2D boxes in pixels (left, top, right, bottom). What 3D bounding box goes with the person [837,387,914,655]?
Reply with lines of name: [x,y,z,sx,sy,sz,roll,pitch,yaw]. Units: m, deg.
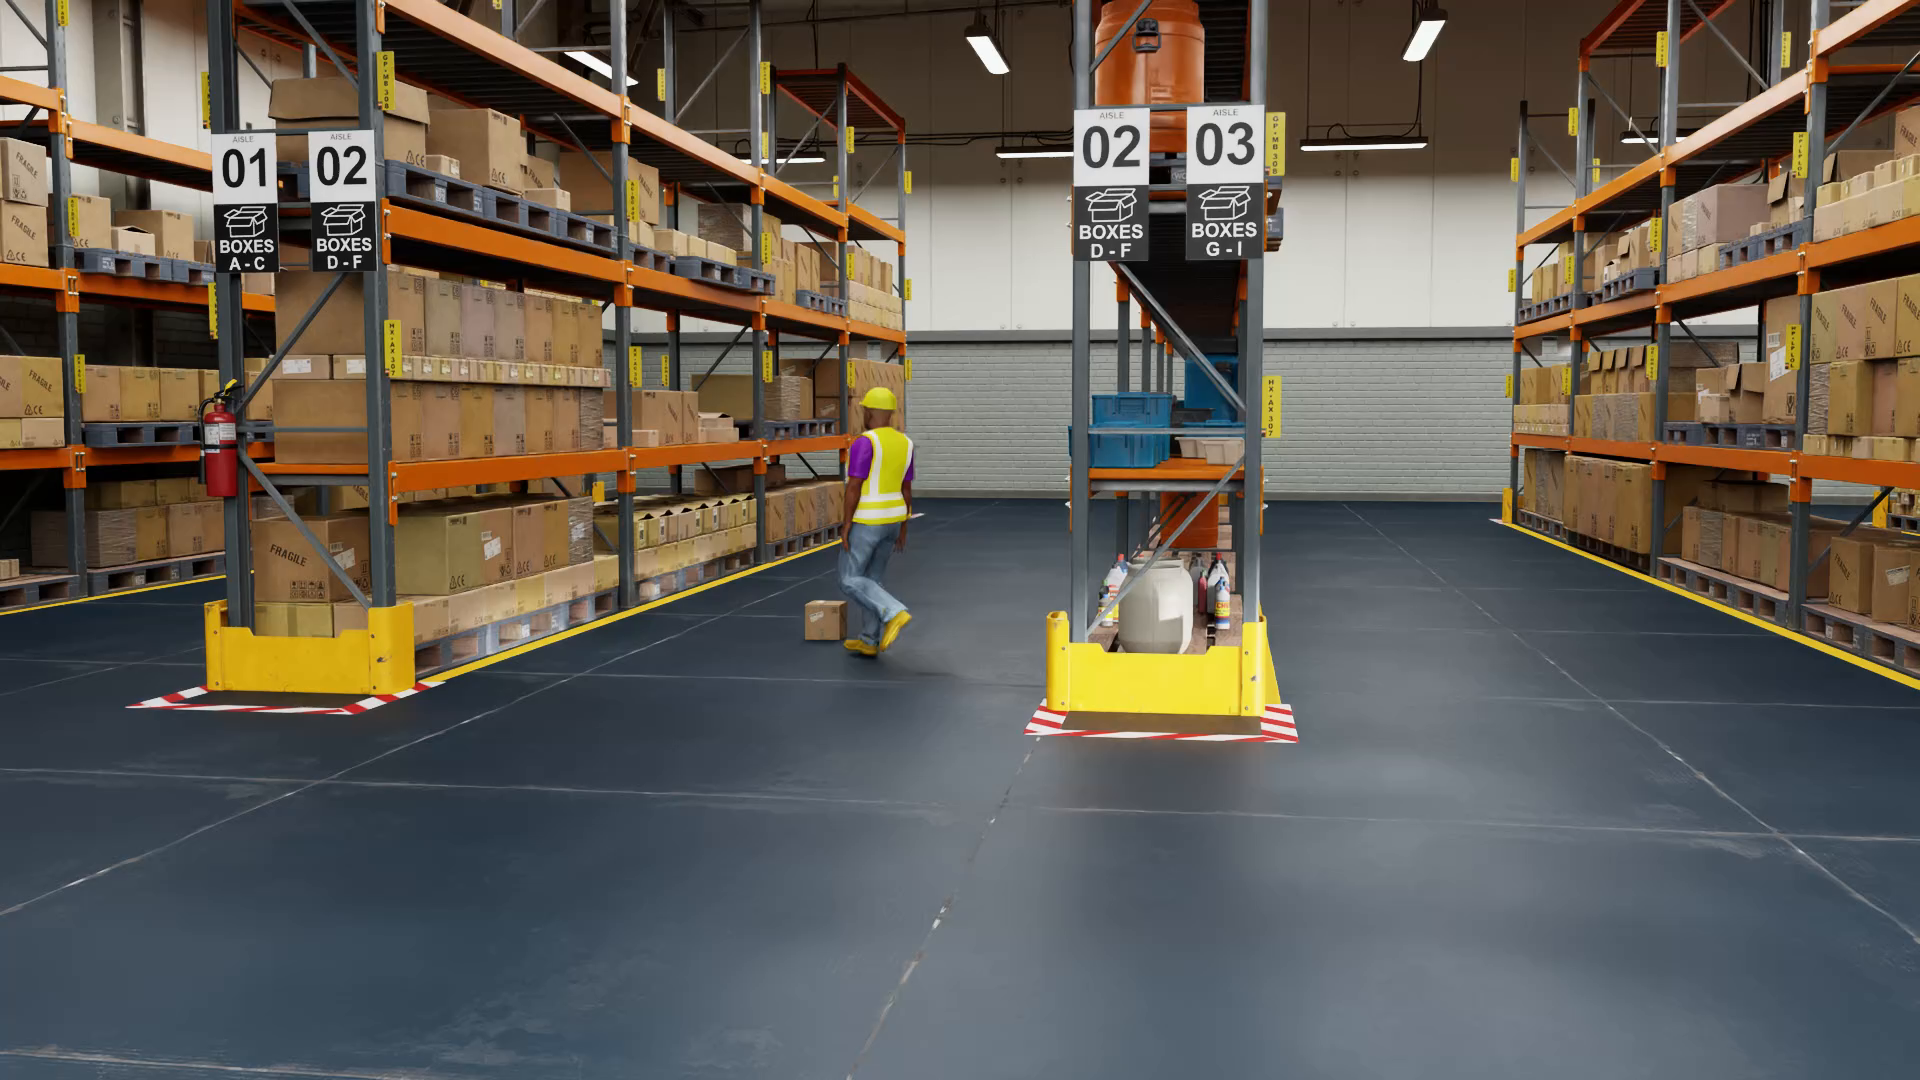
person: [-0.529,-0.114,10.818,0.689,1.754,0.583,3,6,38]
